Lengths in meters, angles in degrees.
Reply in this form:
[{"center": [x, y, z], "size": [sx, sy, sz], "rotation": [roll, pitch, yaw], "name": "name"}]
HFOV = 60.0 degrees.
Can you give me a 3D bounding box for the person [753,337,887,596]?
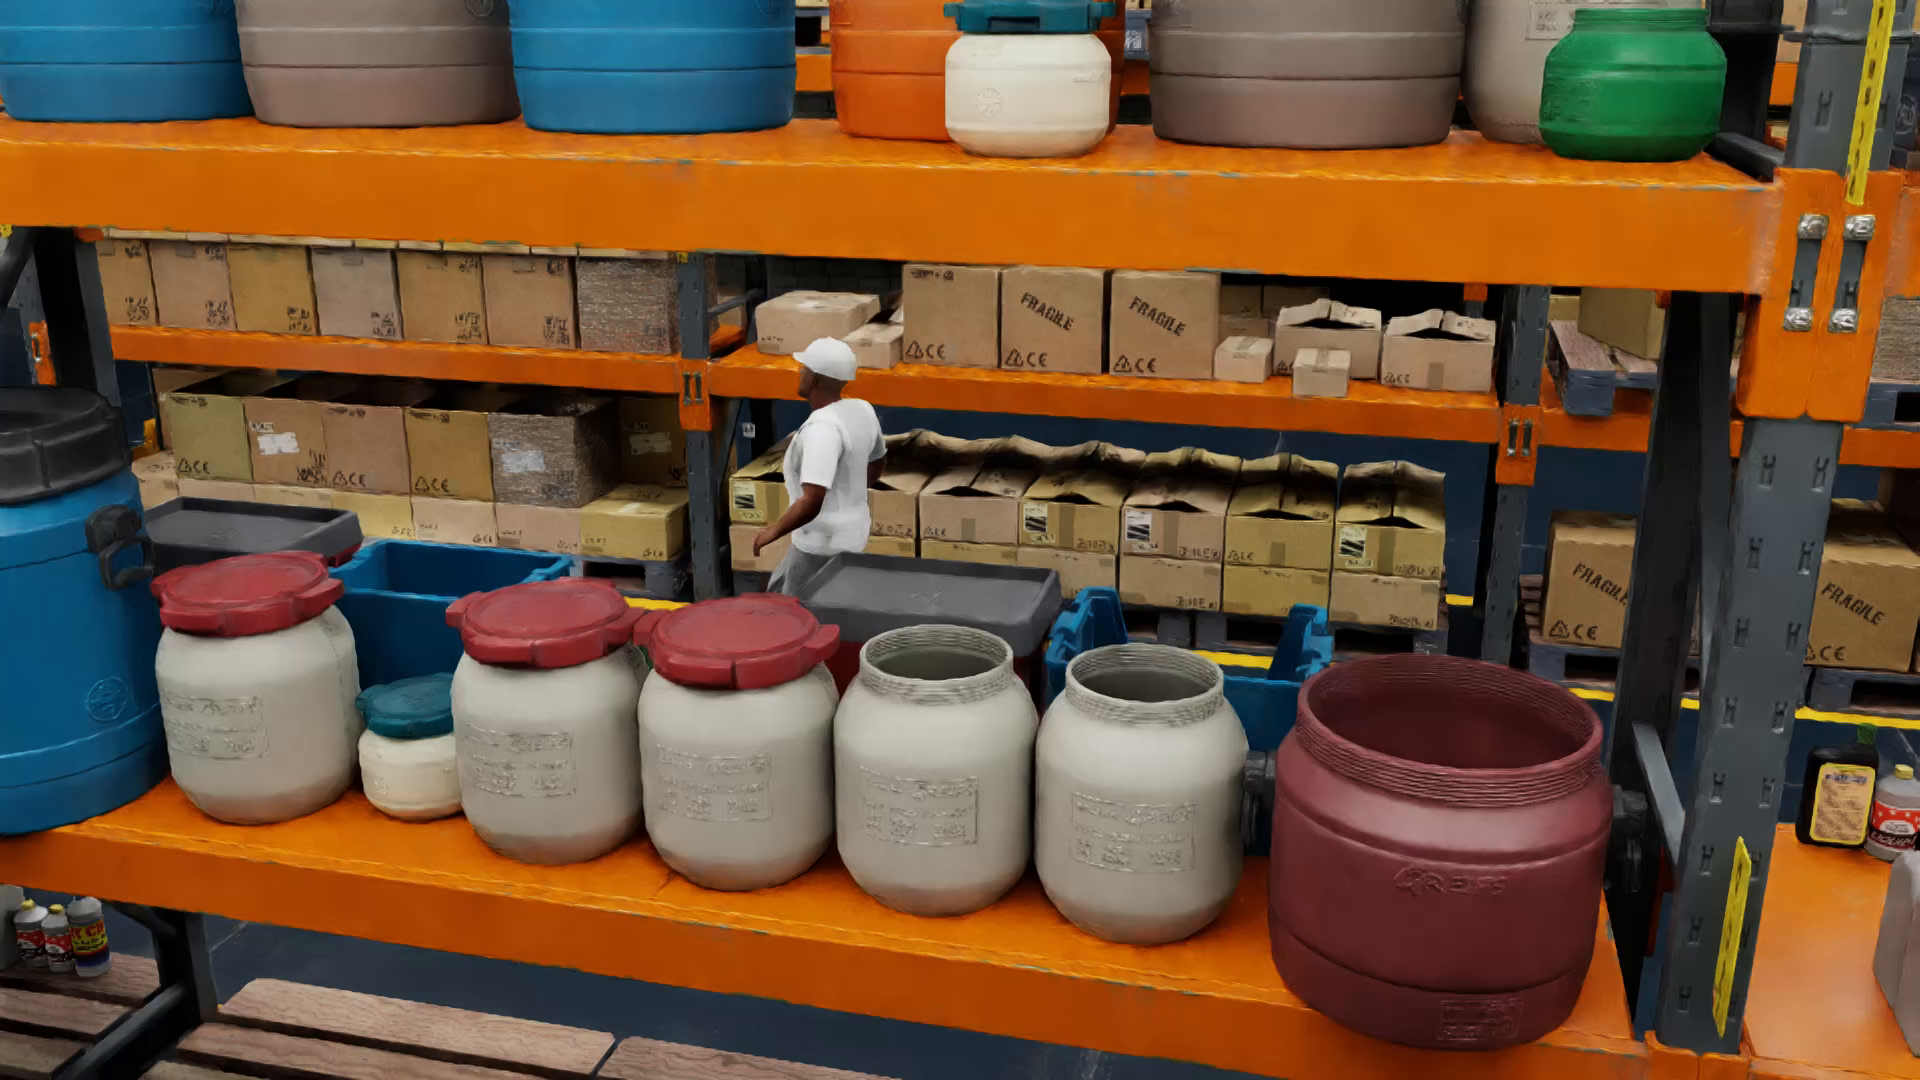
[{"center": [-0.613, -0.001, 7.078], "size": [0.524, 1.732, 0.753], "rotation": [2, 18, 8], "name": "person"}]
